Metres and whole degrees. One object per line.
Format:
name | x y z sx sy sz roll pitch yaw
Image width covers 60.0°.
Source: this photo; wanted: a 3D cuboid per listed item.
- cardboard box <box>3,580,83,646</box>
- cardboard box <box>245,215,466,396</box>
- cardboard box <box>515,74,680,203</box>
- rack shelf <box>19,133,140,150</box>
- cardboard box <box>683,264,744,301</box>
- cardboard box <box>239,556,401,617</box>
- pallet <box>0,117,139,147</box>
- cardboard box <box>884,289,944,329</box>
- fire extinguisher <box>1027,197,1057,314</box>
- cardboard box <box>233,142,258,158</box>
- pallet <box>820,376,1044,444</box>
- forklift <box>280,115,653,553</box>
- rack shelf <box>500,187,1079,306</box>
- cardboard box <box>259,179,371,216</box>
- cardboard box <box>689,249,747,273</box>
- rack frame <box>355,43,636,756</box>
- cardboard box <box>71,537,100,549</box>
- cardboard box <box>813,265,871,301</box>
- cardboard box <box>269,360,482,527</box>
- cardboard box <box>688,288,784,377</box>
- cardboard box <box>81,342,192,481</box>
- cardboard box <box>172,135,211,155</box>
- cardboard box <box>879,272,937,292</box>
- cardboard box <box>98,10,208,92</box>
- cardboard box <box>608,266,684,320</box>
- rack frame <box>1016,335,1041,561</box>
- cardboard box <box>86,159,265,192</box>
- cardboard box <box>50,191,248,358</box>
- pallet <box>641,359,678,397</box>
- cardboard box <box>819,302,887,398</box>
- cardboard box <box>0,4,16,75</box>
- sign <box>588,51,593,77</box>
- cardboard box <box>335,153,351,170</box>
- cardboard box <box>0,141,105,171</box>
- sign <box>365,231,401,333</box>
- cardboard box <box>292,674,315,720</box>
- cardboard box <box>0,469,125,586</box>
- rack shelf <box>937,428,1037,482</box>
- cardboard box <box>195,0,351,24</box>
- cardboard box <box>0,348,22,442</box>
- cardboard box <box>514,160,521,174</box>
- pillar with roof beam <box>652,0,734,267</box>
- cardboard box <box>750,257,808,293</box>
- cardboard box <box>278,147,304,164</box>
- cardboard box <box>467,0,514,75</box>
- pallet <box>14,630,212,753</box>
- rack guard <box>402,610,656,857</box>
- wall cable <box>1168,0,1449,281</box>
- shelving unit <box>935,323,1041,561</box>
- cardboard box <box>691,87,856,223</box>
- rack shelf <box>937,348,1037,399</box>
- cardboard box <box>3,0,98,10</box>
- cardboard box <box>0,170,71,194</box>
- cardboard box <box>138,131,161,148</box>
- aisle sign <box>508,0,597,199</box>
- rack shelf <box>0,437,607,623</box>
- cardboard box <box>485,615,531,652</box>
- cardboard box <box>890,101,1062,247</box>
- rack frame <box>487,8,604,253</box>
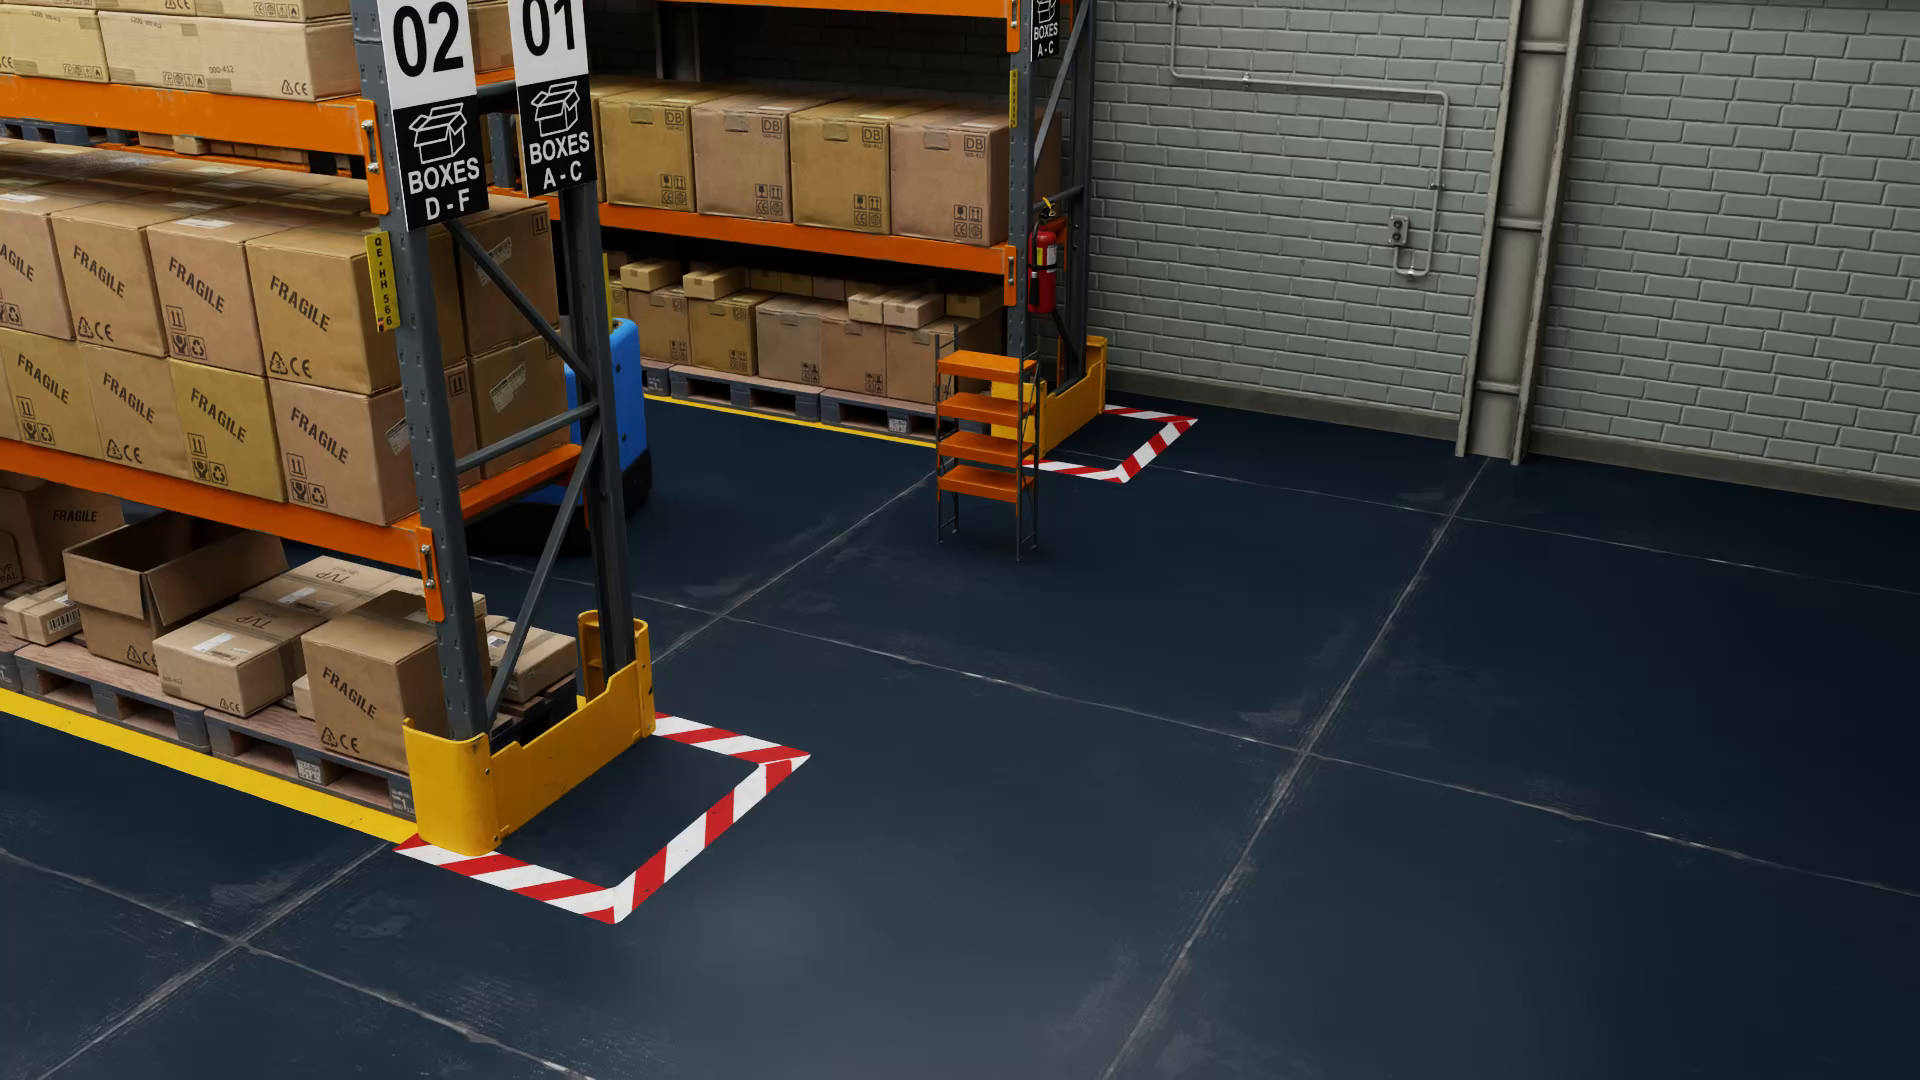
cardboard box | -4.178 0.319 7.726 0.250 0.166 0.380 11 25 25
cardboard box | -2.183 -0.864 6.044 0.500 0.500 0.500 11 25 24
cardboard box | -2.523 -2.849 11.733 0.700 0.700 0.980 12 26 25
rack shelf | -8.354 -3.541 14.663 4.000 0.370 1.077 11 25 25
cardboard box | -1.689 -1.770 11.407 0.250 0.149 0.380 10 25 23
cardboard box | -2.911 0.316 7.626 0.500 0.250 0.500 11 25 25
pallet | -7.253 -3.519 13.937 1.003 0.211 1.213 11 25 25
cardboard box | -0.296 -1.495 10.762 0.250 0.149 0.380 11 25 24
fire extinguisher | 0.497 -1.711 10.016 0.183 0.674 0.296 11 25 25
cardboard box | -5.444 -3.105 13.014 0.250 0.149 0.380 12 26 26
pallet | -0.179 -0.937 11.183 1.213 0.211 1.003 11 25 25
forklift | -3.381 -1.534 9.112 3.031 2.935 1.130 4 23 8
rack shelf | -1.215 -2.128 11.341 4.000 0.370 1.077 11 25 25
cardboard box | -2.409 -1.142 6.696 0.500 0.500 0.500 11 26 25
cardboard box | -1.712 -1.942 11.813 0.250 0.149 0.380 10 25 23
rack frame | -1.662 -0.375 6.300 0.127 3.000 1.000 11 25 25
cardboard box | -3.926 0.087 8.086 0.500 0.311 0.500 11 25 25
cardboard box | -0.801 -1.762 11.390 0.250 0.149 0.380 12 26 25
cardboard box | -2.184 -0.405 6.243 0.500 0.500 0.500 12 26 26
cardboard box | -1.475 -1.506 11.617 0.500 0.500 0.700 12 26 26
cardboard box | -3.091 -0.586 6.667 0.500 0.500 0.500 11 26 25
cardboard box | -5.960 -3.149 13.118 0.250 0.149 0.380 12 26 26
cardboard box | -0.350 -1.673 11.180 0.250 0.149 0.380 11 26 25
cardboard box | -2.680 -1.777 5.956 0.500 0.250 0.500 11 25 25
cardboard box | -2.378 -1.688 12.043 0.500 0.500 0.700 12 26 25
rack frame | 0.365 -0.480 8.845 0.015 1.200 0.240 11 25 25
cardboard box | -3.307 -1.321 7.118 0.500 0.500 0.500 11 25 24
cardboard box | -3.099 -1.043 6.464 0.500 0.500 0.500 12 26 26
pallet | -2.356 -1.368 12.196 1.213 0.211 1.003 11 25 25
cardboard box | -0.546 -1.326 11.193 0.500 0.500 0.700 11 25 24
cardboard box | -3.571 -1.955 6.373 0.500 0.250 0.500 11 25 25
sign | -2.750 -3.441 12.302 0.005 0.325 0.100 11 25 25
cardboard box | -4.543 -2.907 12.547 0.250 0.149 0.380 10 25 23
cardboard box | -4.205 -1.499 7.538 0.500 0.500 0.500 11 25 24
sign | -1.930 -0.863 5.564 0.005 0.325 0.100 11 25 25
cardboard box | -2.579 0.613 7.034 0.250 0.166 0.380 11 25 25
cardboard box | -4.595 -0.132 8.360 0.500 0.500 0.500 11 25 25
rack shelf | 0.148 -0.461 8.973 0.480 0.148 0.258 11 25 25
cardboard box | -2.235 -1.918 5.648 0.500 0.250 0.500 11 25 25
cardboard box | -3.996 -0.764 7.086 0.500 0.500 0.500 11 25 24
cardboard box | -3.209 -2.835 12.378 0.250 0.149 0.380 10 25 23
pillar with roof beam | -3.927 -4.248 7.741 0.400 9.000 9.100 11 25 25
cardboard box | -1.256 -1.852 11.601 0.250 0.149 0.380 11 25 24
cardboard box | -5.006 -3.006 12.782 0.250 0.149 0.380 11 26 25
cardboard box | -2.005 -1.866 6.164 0.500 0.250 0.500 11 25 25
pallet | -3.526 0.538 7.715 1.213 0.211 1.003 11 25 25
rack guard | -1.729 0.761 6.821 0.348 0.500 1.175 11 25 25
wall cable | 2.140 -2.678 10.416 1.851 1.984 0.084 11 25 25
shelving unit | 0.148 -0.523 8.946 0.503 1.200 0.258 11 25 25
cardboard box | -1.220 -2.593 11.131 0.700 0.700 0.980 10 25 22
rack shelf | 0.148 -0.885 8.793 0.480 0.148 0.258 11 25 25
cardboard box | -3.126 -2.096 6.066 0.500 0.250 0.500 11 25 25
cardboard box | -4.019 -1.224 6.891 0.500 0.500 0.500 10 25 23
cardboard box | -6.380 -3.273 13.410 0.250 0.149 0.380 11 25 24
aisle sign | -1.468 -1.662 6.004 0.004 0.787 0.394 11 25 25
rack shelf | -3.446 -0.398 7.271 4.000 0.370 1.077 11 25 25
cardboard box | -2.103 0.488 7.328 0.250 0.166 0.380 11 25 25
cardboard box | 0.111 -2.331 10.514 0.700 0.700 0.980 12 26 27
rack frame | -3.000 -2.812 12.030 0.127 3.000 1.000 11 25 25
